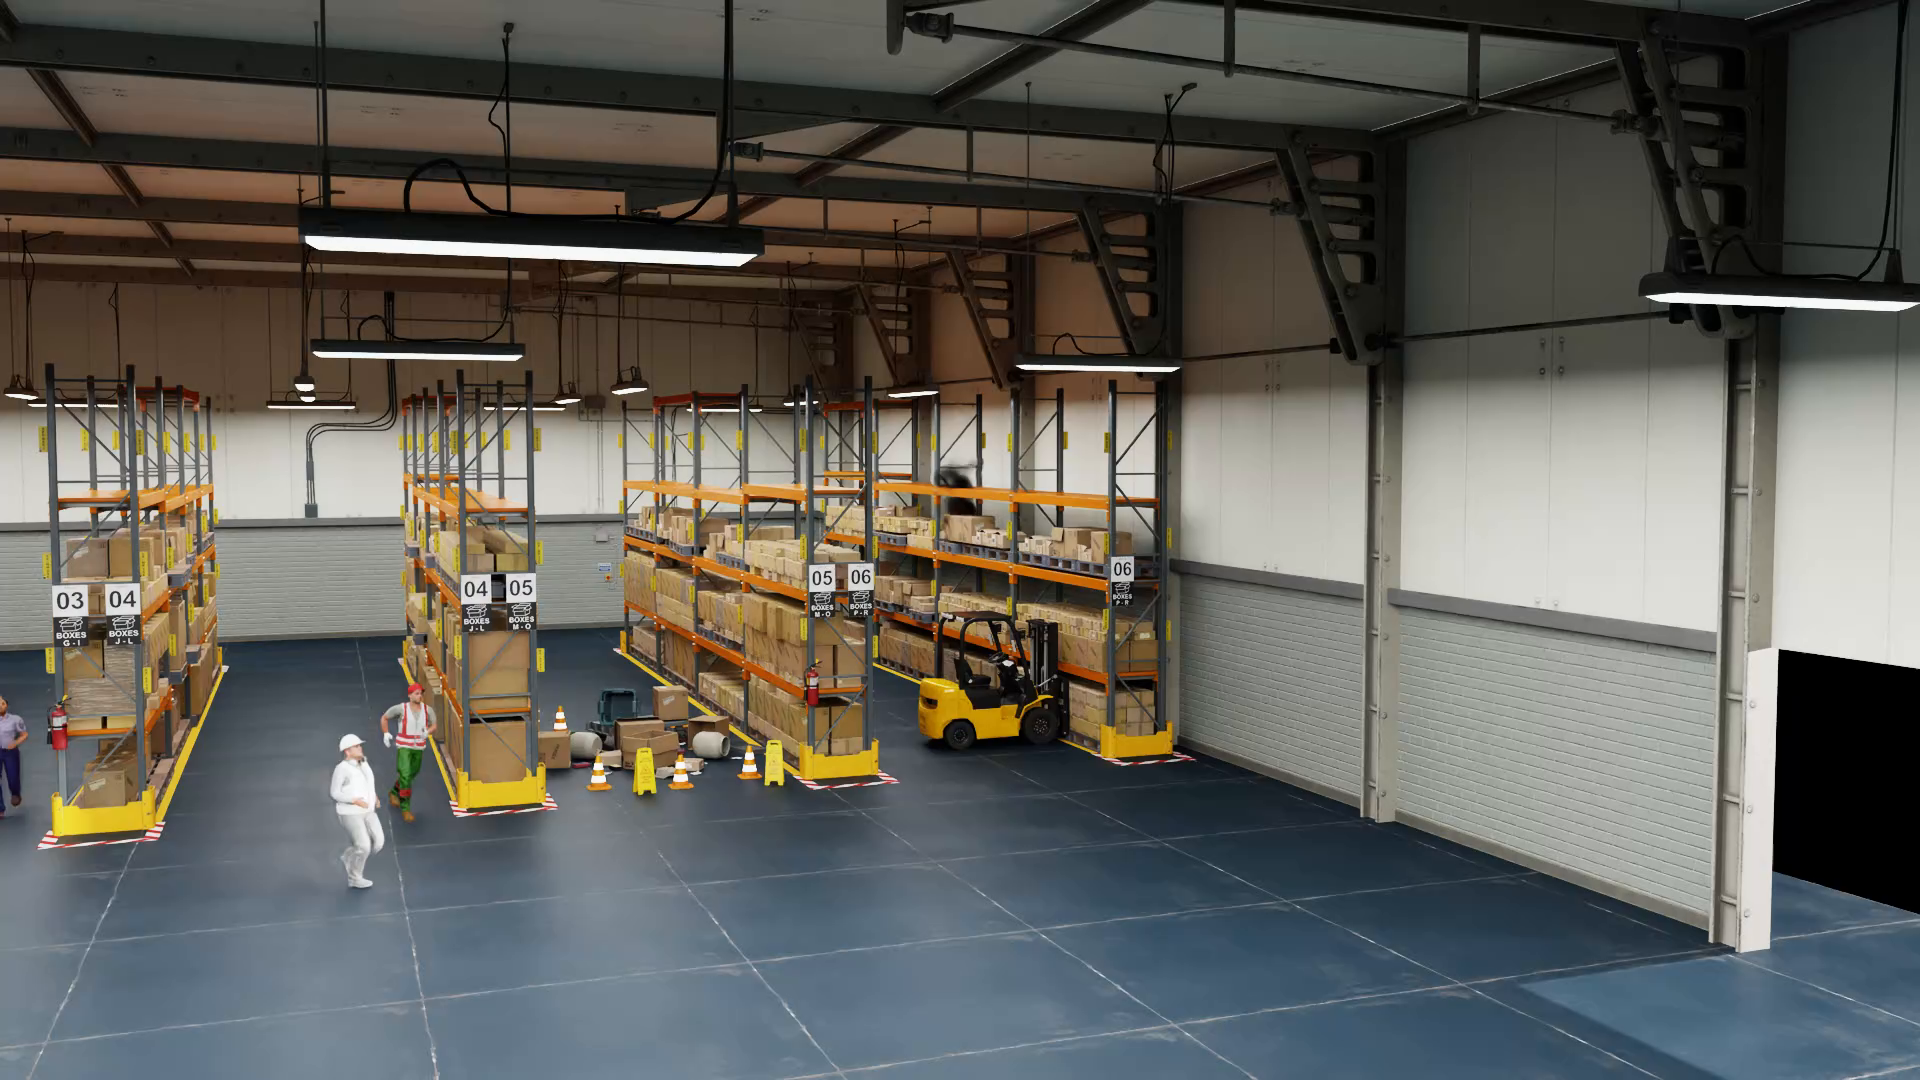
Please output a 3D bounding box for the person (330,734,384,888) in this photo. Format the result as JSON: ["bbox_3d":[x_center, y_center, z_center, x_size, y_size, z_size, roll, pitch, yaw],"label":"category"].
[{"bbox_3d":[-6.781,3.044,18.715,0.603,1.722,0.656,1,4,18],"label":"person"}]

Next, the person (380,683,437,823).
[{"bbox_3d":[-7.379,2.809,22.349,0.720,1.783,0.972,-3,4,-41],"label":"person"}]

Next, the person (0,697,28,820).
[{"bbox_3d":[-12.823,2.899,22.260,0.615,1.602,0.708,-1,4,-24],"label":"person"}]
